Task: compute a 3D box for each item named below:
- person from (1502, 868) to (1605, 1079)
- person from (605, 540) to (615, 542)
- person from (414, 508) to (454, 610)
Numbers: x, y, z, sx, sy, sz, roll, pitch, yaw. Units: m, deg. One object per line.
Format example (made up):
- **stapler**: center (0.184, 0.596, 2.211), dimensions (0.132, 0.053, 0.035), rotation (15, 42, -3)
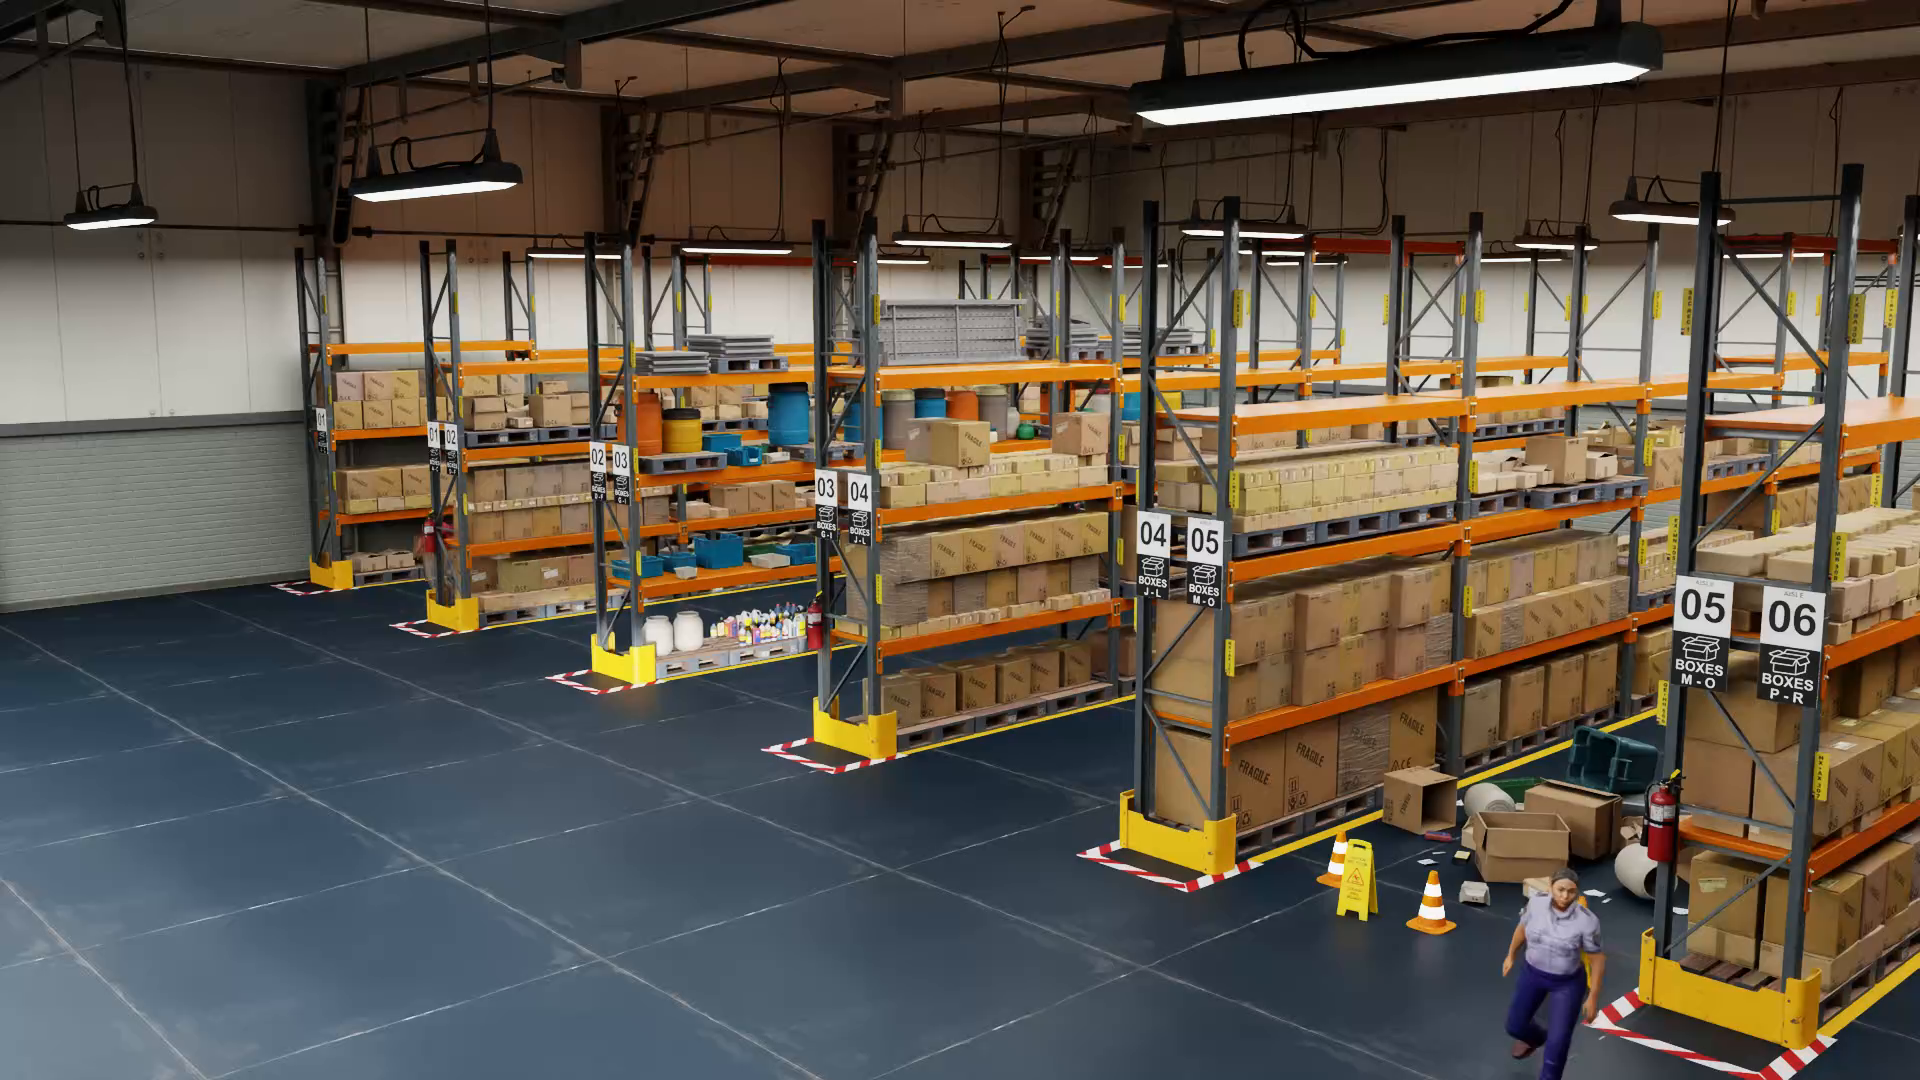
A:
- **person**: center (3.860, 2.818, 10.780), dimensions (0.670, 1.590, 0.659), rotation (6, 10, 34)
- **person**: center (-6.243, -0.142, 30.419), dimensions (0.652, 1.791, 0.888), rotation (5, 10, 32)
- **person**: center (-8.670, 0.286, 27.644), dimensions (0.684, 1.688, 0.822), rotation (3, 9, 22)
